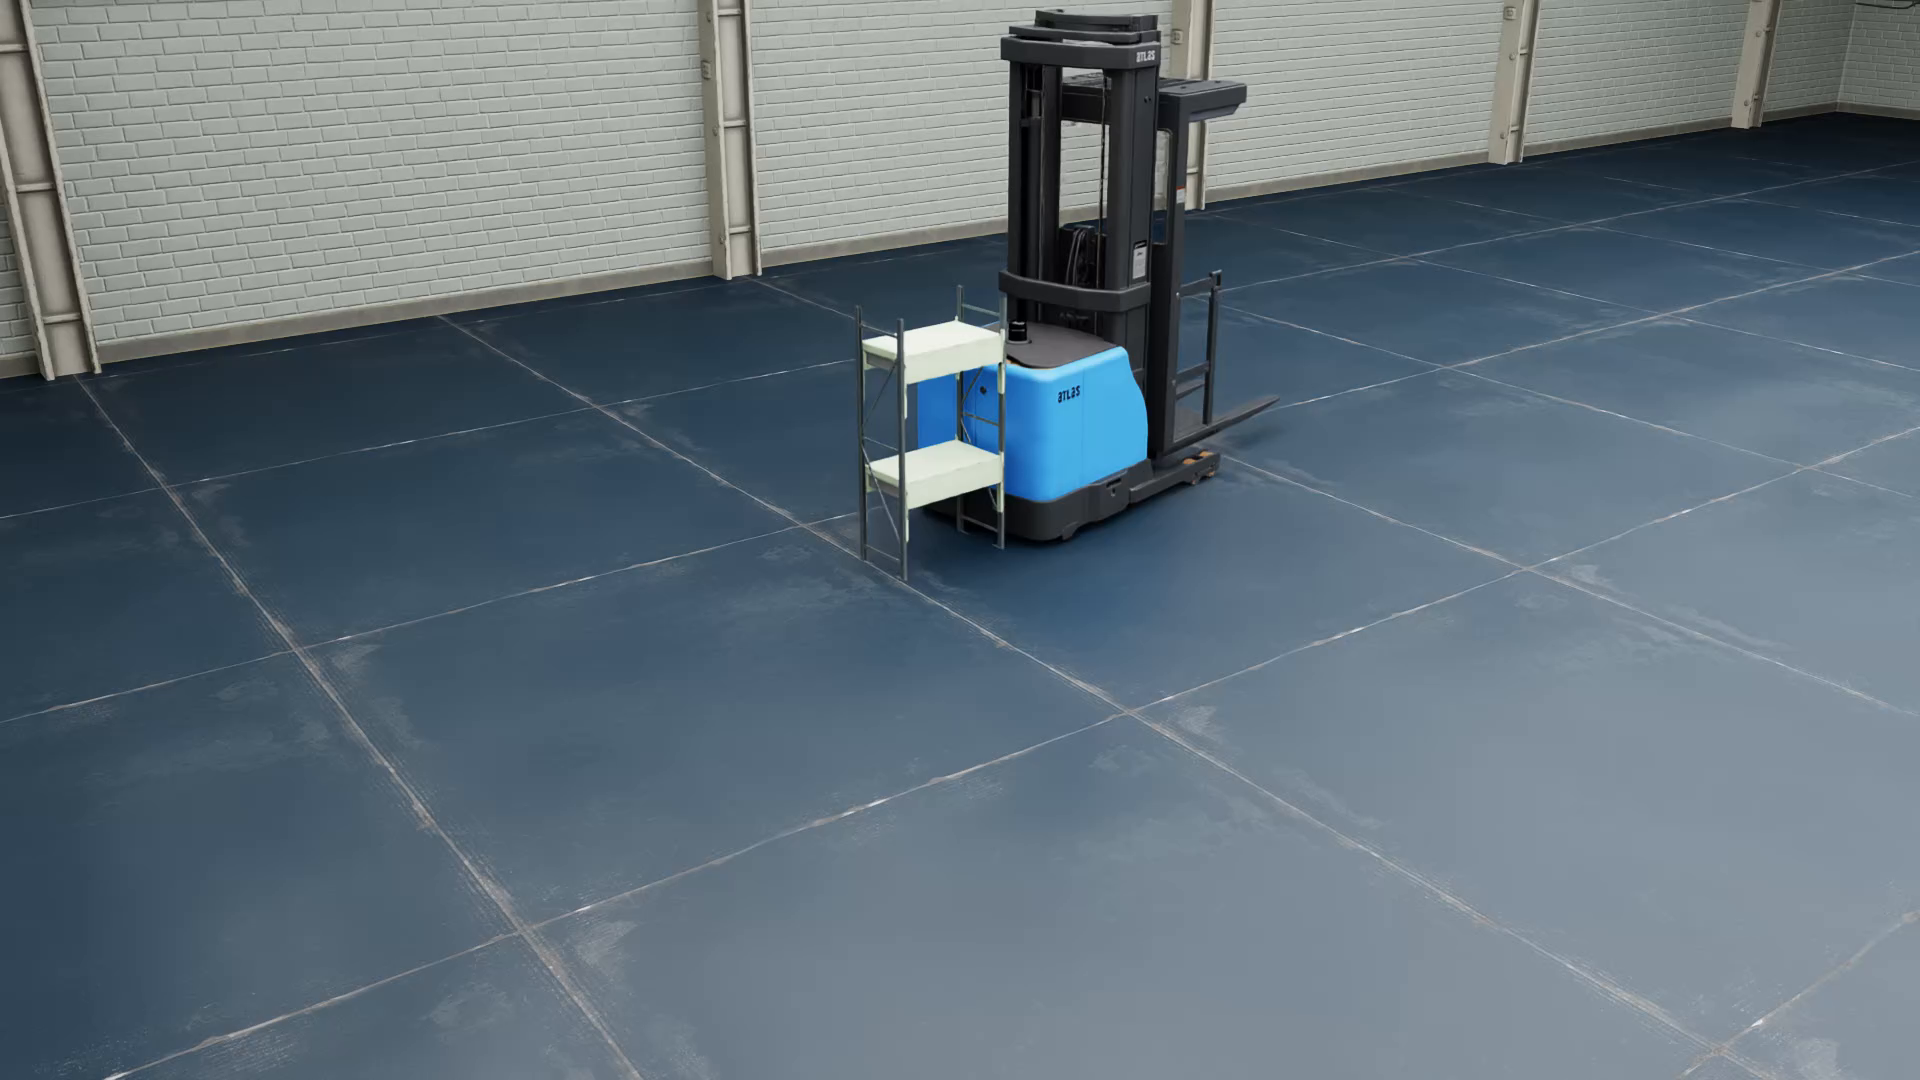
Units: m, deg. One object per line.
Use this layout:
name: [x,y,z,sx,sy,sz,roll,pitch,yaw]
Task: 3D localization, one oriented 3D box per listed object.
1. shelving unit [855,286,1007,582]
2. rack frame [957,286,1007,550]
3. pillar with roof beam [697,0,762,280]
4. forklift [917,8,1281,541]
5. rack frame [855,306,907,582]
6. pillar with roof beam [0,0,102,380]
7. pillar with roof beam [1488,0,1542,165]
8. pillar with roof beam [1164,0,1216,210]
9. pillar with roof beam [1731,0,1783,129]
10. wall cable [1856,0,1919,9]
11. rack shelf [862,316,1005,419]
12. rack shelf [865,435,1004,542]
shelving unit: [-0.157,-0.607,9.394,0.755,1.500,0.431,-18,28,-37]
rack frame: [0.121,-0.695,9.615,0.023,1.500,0.400,-18,28,-37]
pillar with roof beam: [0.303,-5.521,11.589,0.400,9.000,9.100,-15,26,-33]
forklift: [1.061,-1.828,10.524,1.130,2.935,3.031,17,28,37]
rack frame: [-0.435,-0.519,9.173,0.023,1.500,0.400,-18,28,-37]
pillar with roof beam: [-4.568,-4.222,8.335,0.400,9.000,9.100,-15,26,-33]
pillar with roof beam: [10.044,-8.118,18.098,0.400,9.000,9.100,-15,26,-33]
pillar with roof beam: [5.173,-6.819,14.844,0.400,9.000,9.100,-15,26,-33]
pillar with roof beam: [14.914,-9.417,21.353,0.400,9.000,9.100,-15,26,-33]
wall cable: [15.564,-9.509,25.775,0.112,2.526,3.097,-15,26,-33]
rack shelf: [-0.157,-0.970,9.249,0.720,0.370,0.431,-18,28,-37]
rack shelf: [-0.157,-0.304,9.515,0.720,0.370,0.431,-18,28,-37]
